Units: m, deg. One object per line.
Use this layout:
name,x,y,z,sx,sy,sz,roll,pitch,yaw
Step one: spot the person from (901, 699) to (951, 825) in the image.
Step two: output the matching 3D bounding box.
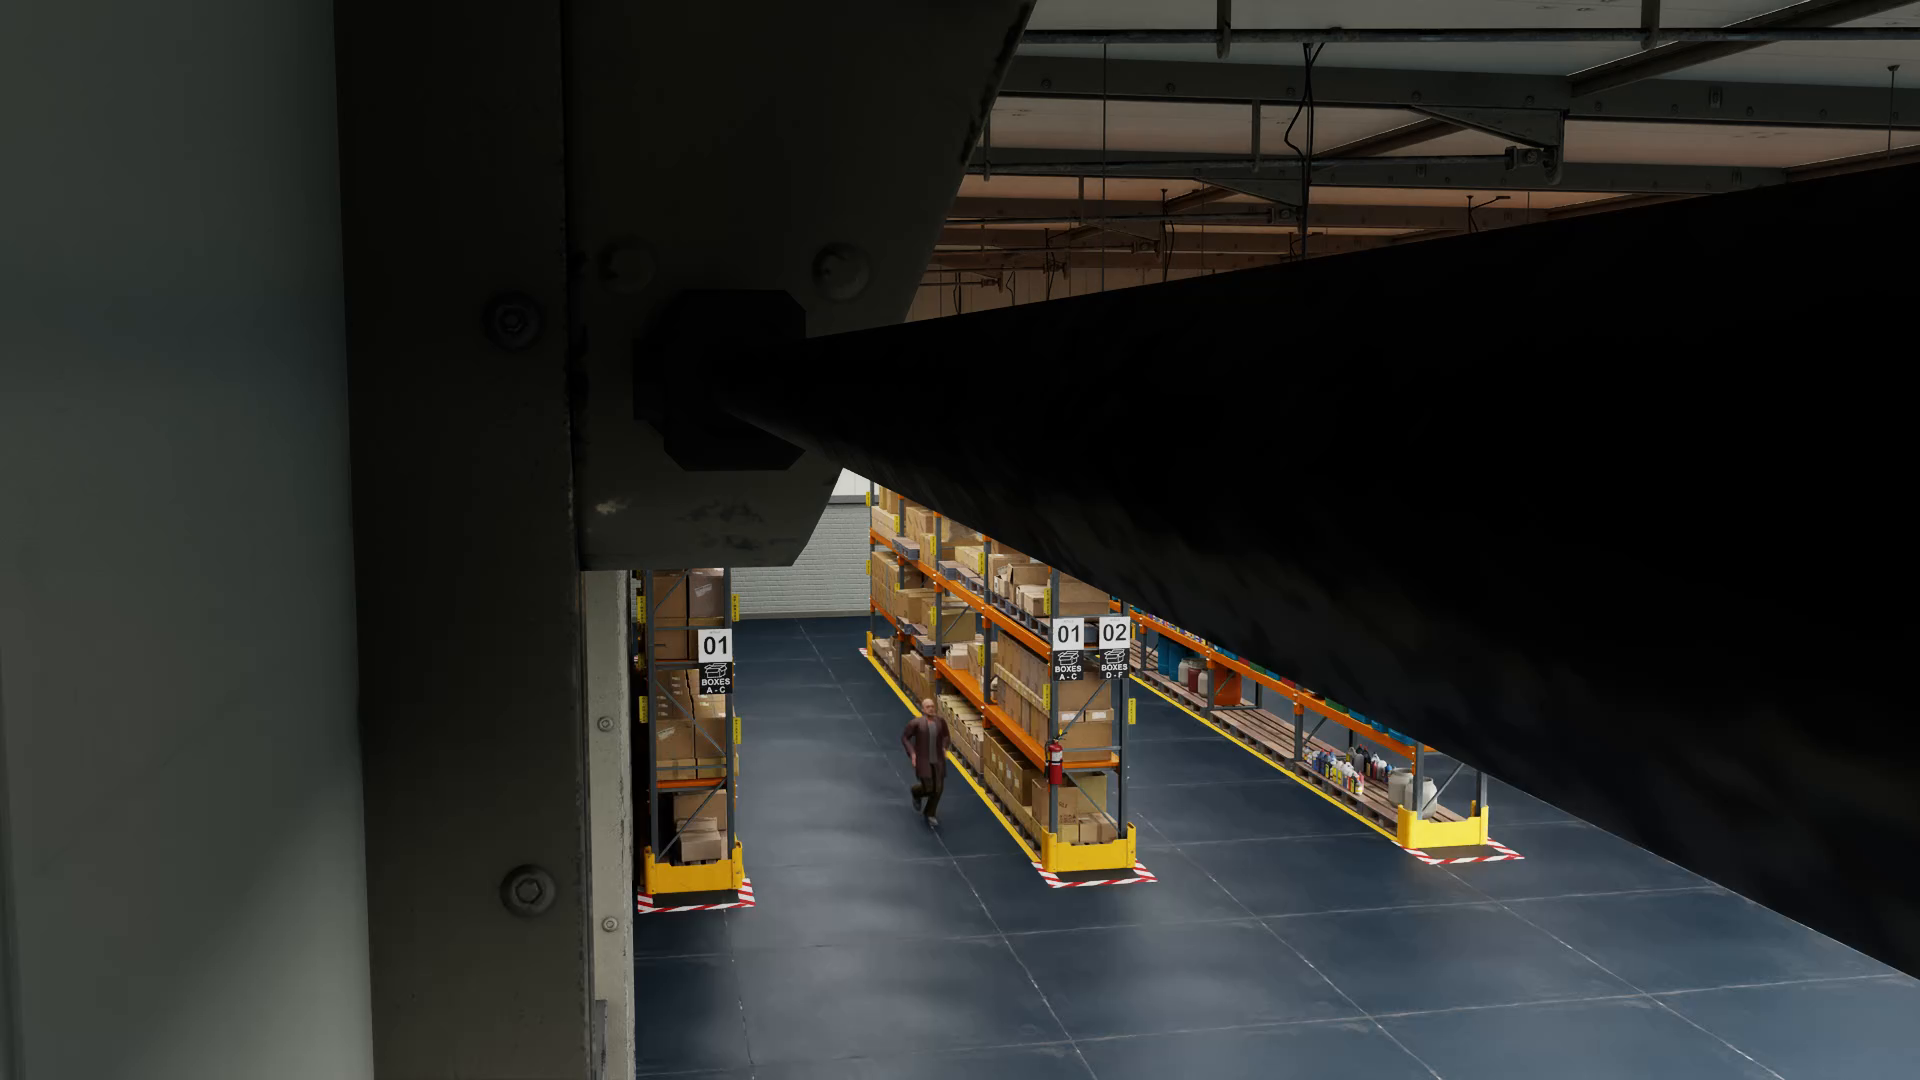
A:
person,-0.443,3.066,23.129,0.709,1.737,0.640,-3,7,-24
